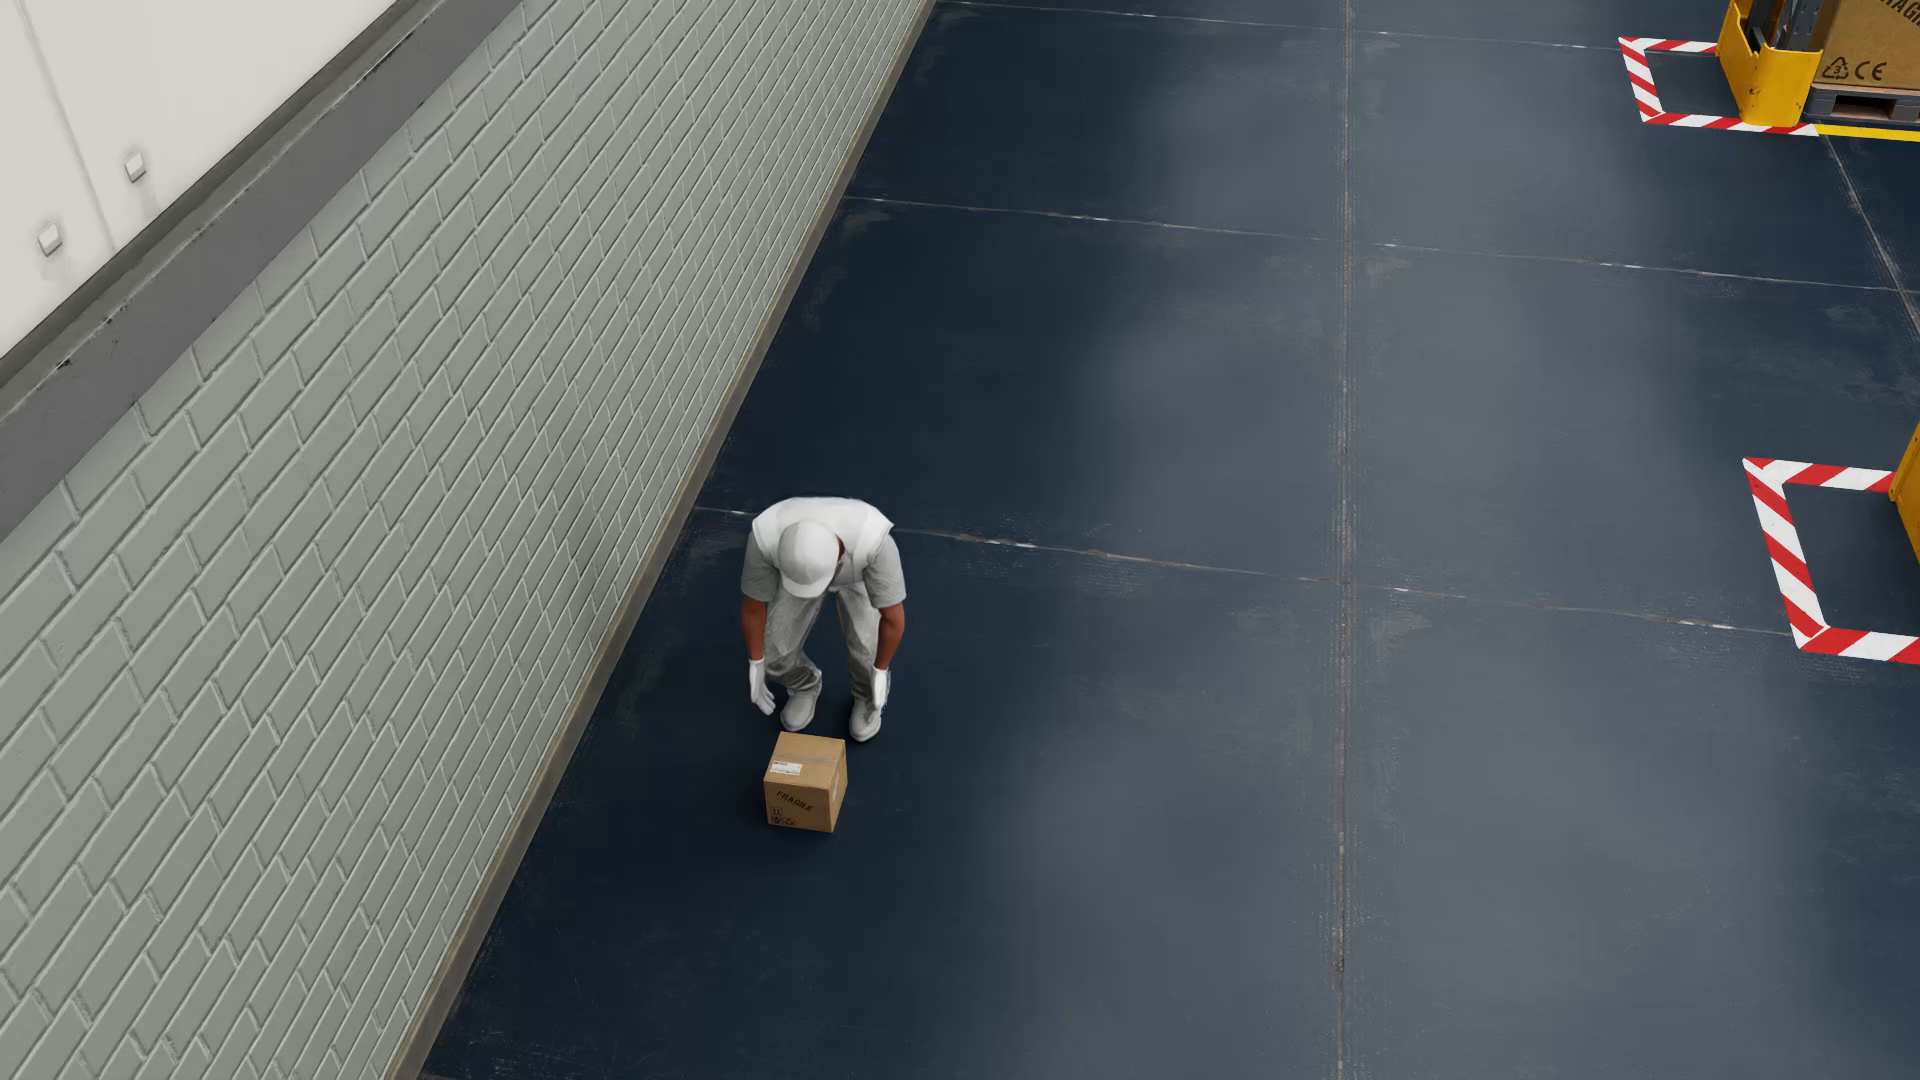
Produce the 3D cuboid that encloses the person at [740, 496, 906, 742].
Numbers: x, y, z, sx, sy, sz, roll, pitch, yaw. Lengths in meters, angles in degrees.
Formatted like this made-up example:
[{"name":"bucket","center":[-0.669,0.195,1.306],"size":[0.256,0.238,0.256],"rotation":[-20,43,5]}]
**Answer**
[{"name":"person","center":[-0.473,0.254,6.226],"size":[0.609,1.288,0.827],"rotation":[7,41,8]}]
